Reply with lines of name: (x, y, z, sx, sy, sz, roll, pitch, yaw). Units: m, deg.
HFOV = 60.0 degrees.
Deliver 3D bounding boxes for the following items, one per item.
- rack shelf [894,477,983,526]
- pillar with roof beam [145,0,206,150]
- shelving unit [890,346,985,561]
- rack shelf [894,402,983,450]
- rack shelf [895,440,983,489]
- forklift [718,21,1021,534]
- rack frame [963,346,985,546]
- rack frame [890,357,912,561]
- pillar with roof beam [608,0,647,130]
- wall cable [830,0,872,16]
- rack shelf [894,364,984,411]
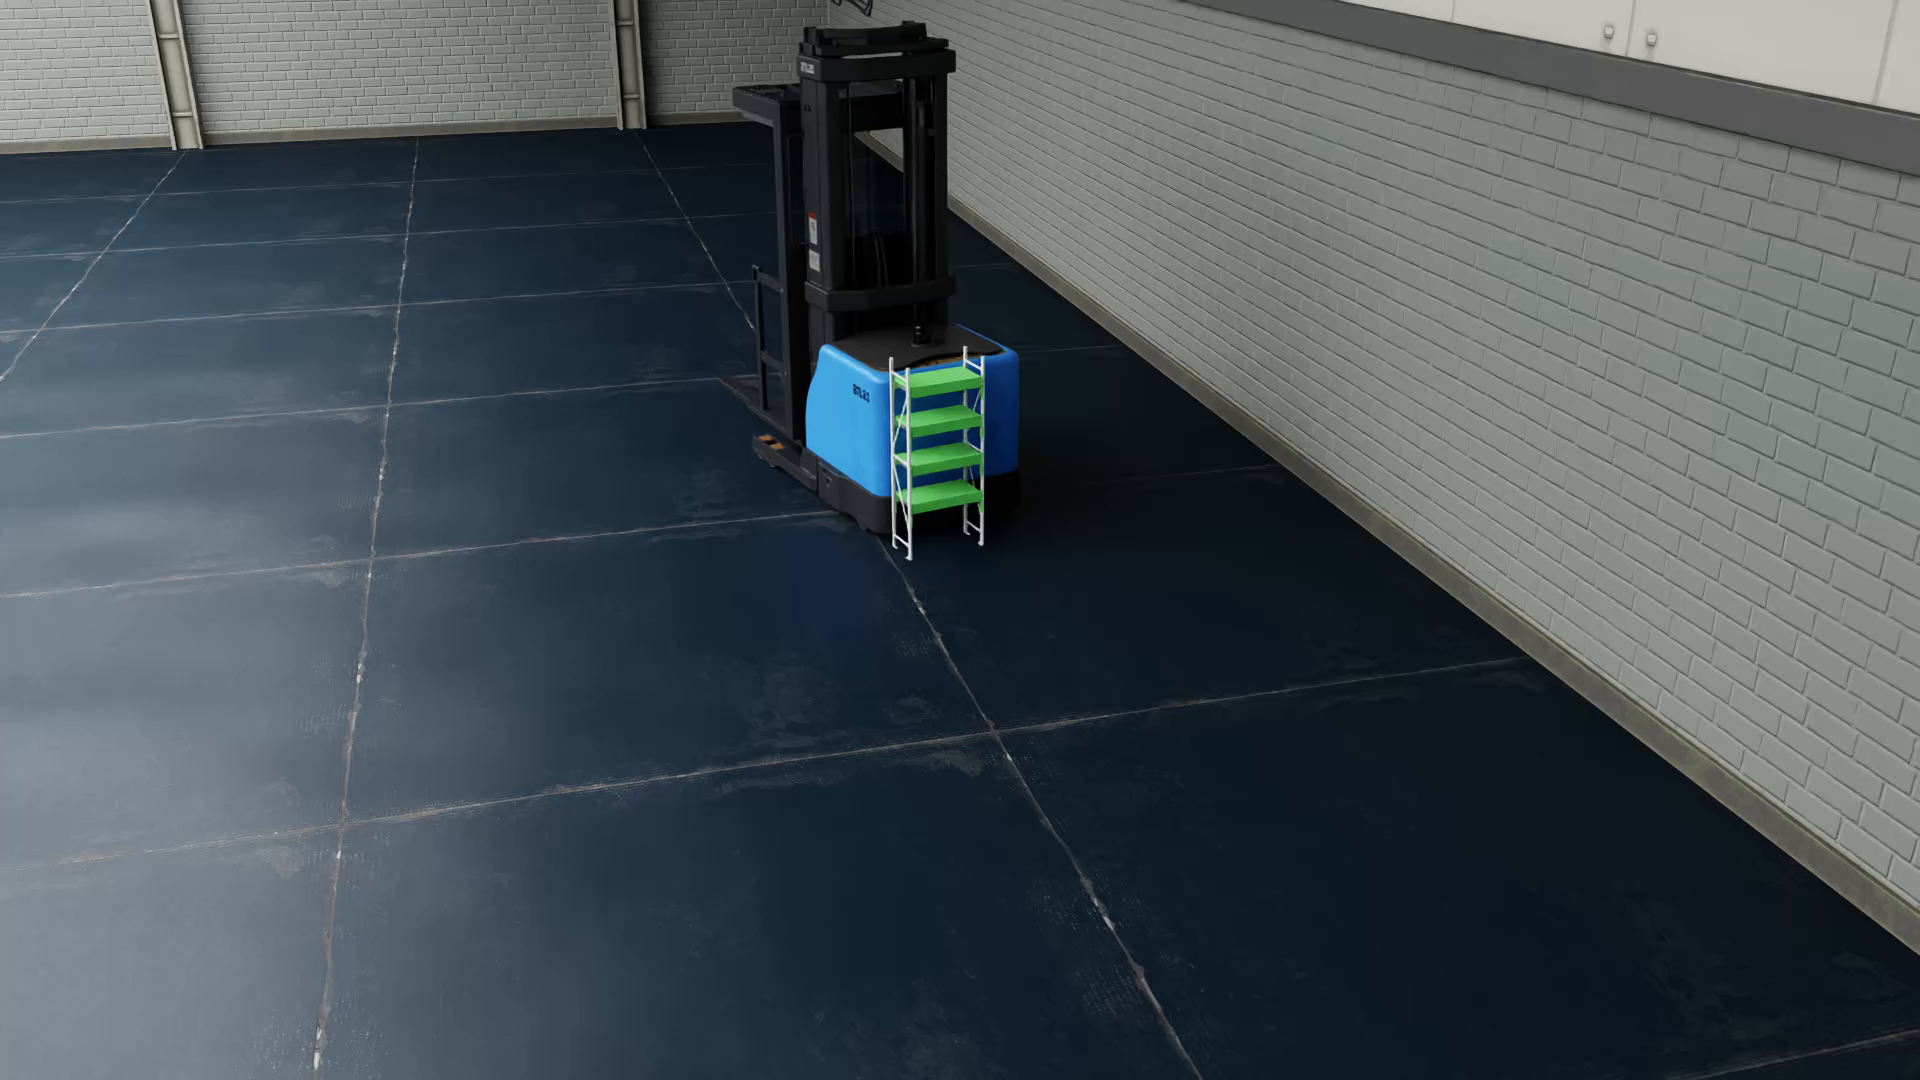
rack shelf: (-0.132, -0.235, 10.046, 0.480, 0.148, 0.258, -12, 26, -25)
pillar with roof beam: (-9.399, -7.884, 17.211, 0.400, 9.000, 9.100, -6, 24, -14)
shelving unit: (-0.132, -0.514, 9.926, 0.503, 1.200, 0.258, -12, 26, -25)
rack shelf: (-0.132, -0.676, 9.857, 0.480, 0.148, 0.258, -12, 26, -25)
rack shelf: (-0.132, -0.455, 9.951, 0.480, 0.148, 0.258, -12, 26, -25)
forklift: (-0.786, -1.922, 11.011, 1.130, 2.935, 3.031, -13, 26, -27)
rack frame: (0.084, -0.559, 10.030, 0.015, 1.200, 0.240, -12, 26, -25)
rack frame: (-0.348, -0.469, 9.822, 0.015, 1.200, 0.240, -12, 26, -25)
pillar with roof beam: (-3.622, -8.523, 18.700, 0.400, 9.000, 9.100, -6, 24, -14)
wall cable: (-1.591, -8.542, 22.683, 0.112, 2.526, 3.097, -6, 24, -14)
rack shelf: (-0.132, -0.896, 9.762, 0.480, 0.148, 0.258, -12, 26, -25)
